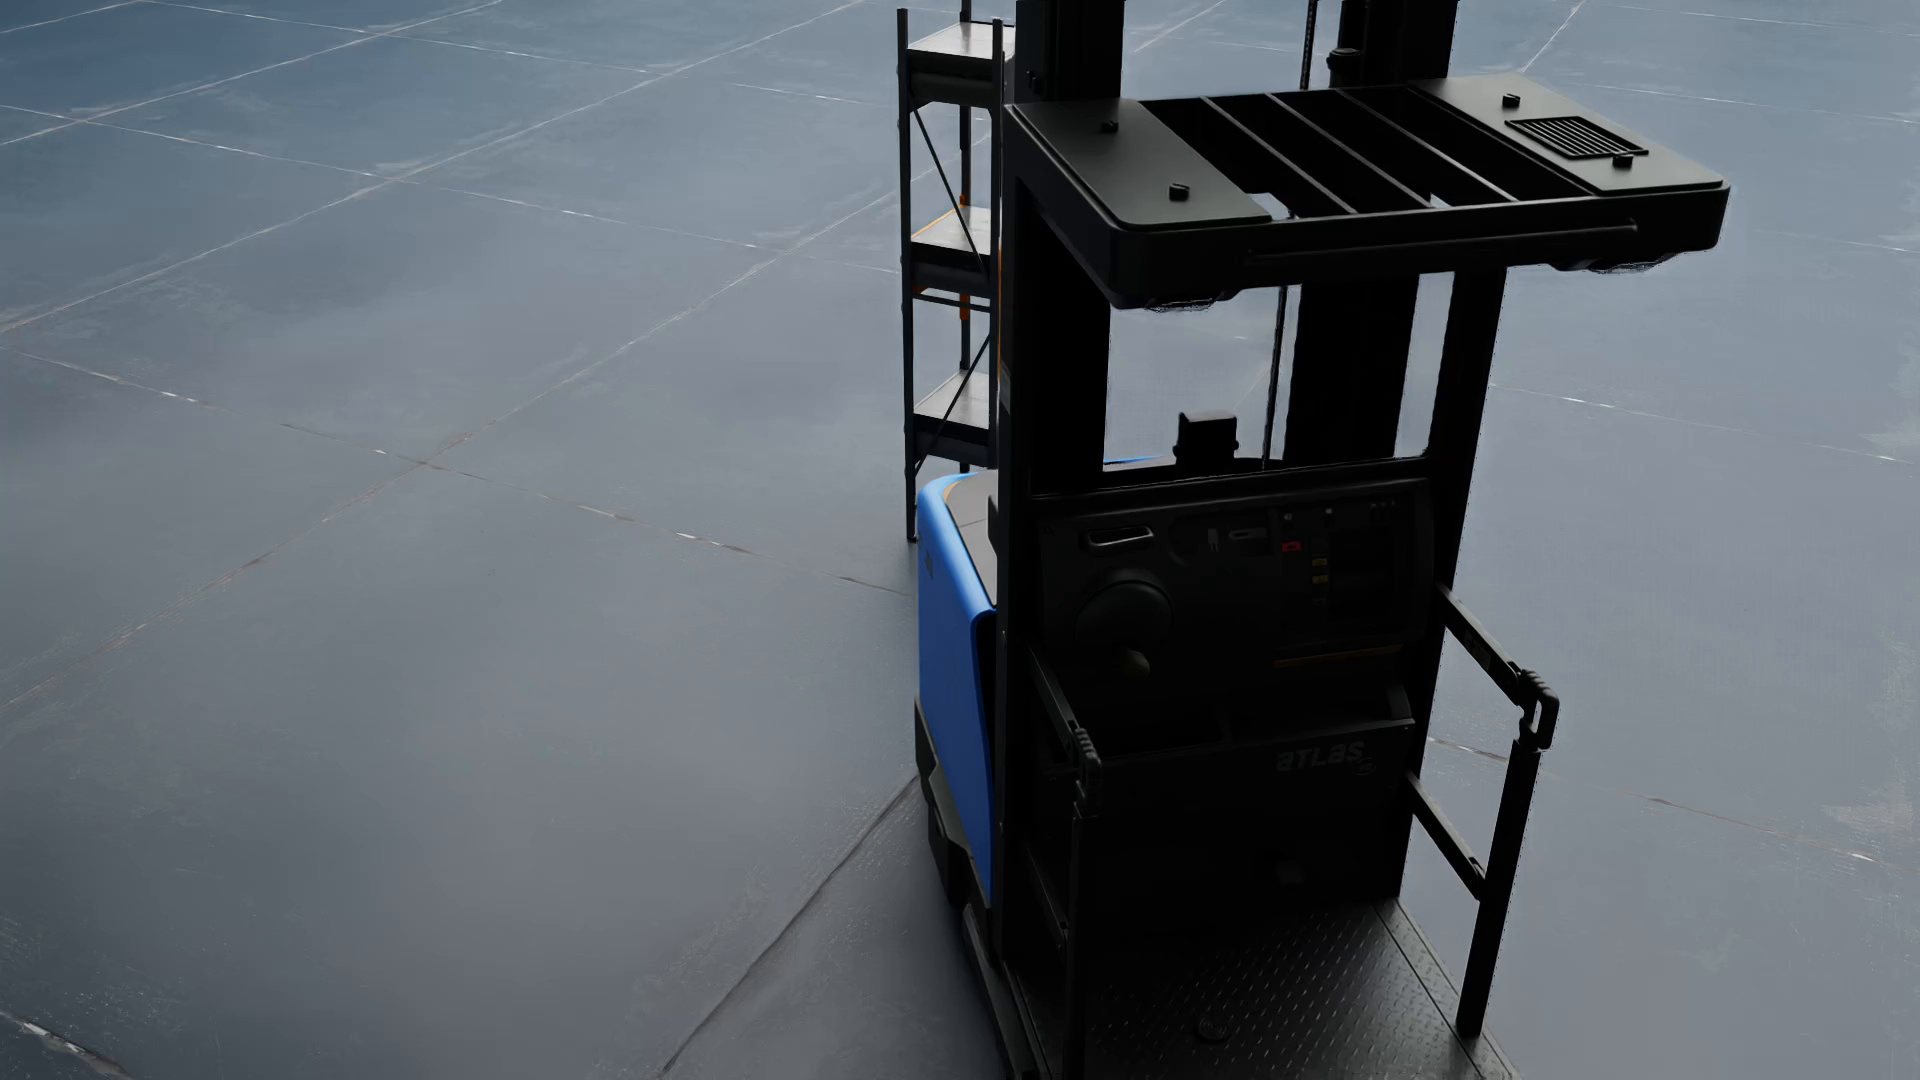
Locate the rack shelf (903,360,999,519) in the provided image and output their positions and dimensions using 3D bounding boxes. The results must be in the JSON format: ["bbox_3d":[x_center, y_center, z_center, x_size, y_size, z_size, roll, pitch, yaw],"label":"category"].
[{"bbox_3d":[0.075,-0.365,6.710,0.431,0.518,0.480,14,33,23],"label":"rack shelf"}]

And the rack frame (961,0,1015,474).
[{"bbox_3d":[0.187,-1.092,6.543,0.400,2.100,0.015,14,33,23],"label":"rack frame"}]

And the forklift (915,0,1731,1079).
[{"bbox_3d":[0.678,0.136,3.570,1.130,2.935,3.031,-6,30,-11],"label":"forklift"}]

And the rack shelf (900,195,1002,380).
[{"bbox_3d":[0.075,-0.972,6.362,0.431,0.518,0.480,14,33,23],"label":"rack shelf"}]

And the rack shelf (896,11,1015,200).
[{"bbox_3d":[0.075,-1.579,6.013,0.431,0.518,0.480,14,33,23],"label":"rack shelf"}]

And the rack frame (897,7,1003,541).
[{"bbox_3d":[-0.036,-0.876,6.167,0.400,2.100,0.015,14,33,23],"label":"rack frame"}]

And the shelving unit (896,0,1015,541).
[{"bbox_3d":[0.075,-0.984,6.355,0.431,2.100,0.503,14,33,23],"label":"shelving unit"}]
